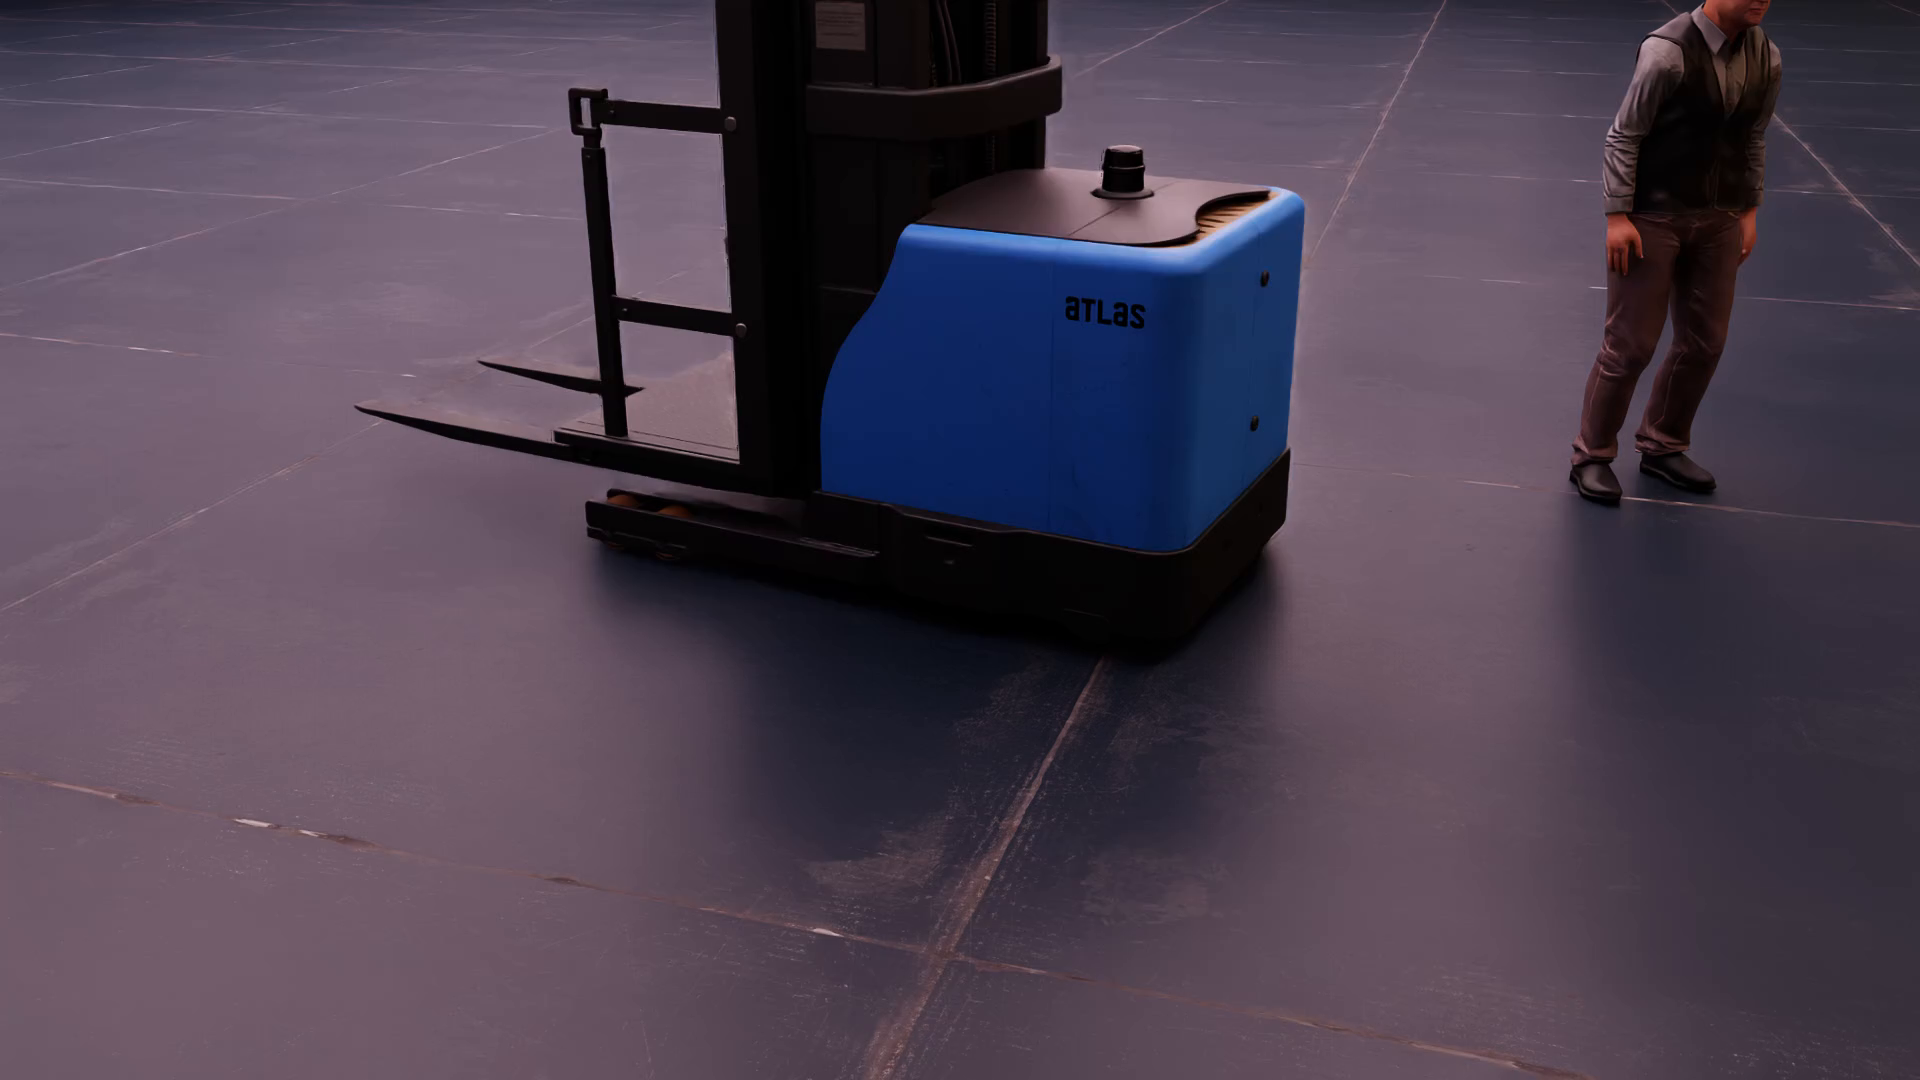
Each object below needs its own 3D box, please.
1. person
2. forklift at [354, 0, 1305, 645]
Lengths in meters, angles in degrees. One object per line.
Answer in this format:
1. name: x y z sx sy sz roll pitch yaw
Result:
1. person: 2.285 -1.004 5.301 0.580 1.719 0.420 -6 23 -15
2. forklift: -0.558 -1.456 4.807 3.031 2.935 1.130 11 25 25
